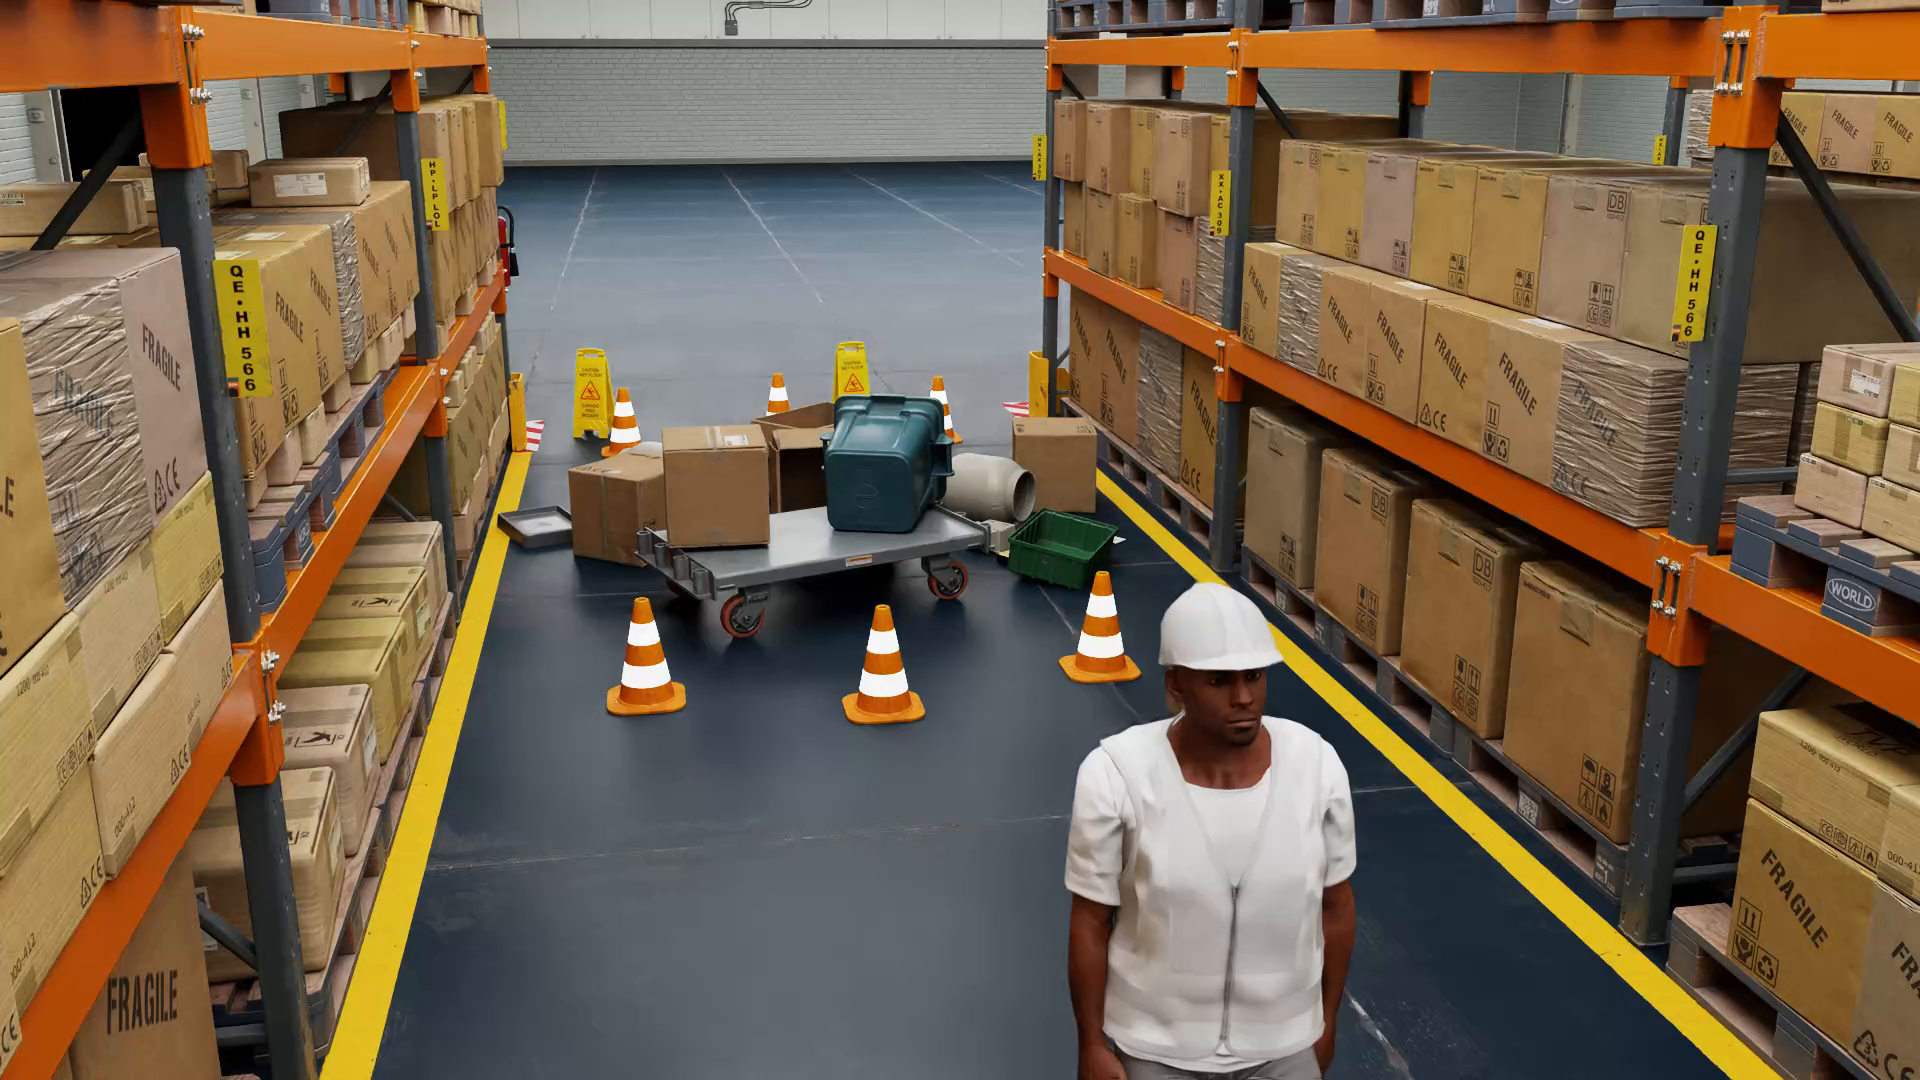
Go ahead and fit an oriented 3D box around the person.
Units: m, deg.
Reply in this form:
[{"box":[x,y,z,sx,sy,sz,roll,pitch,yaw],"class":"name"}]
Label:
[{"box":[0.480,0.939,3.178,0.565,1.759,0.475,0,16,-2],"class":"person"}]
